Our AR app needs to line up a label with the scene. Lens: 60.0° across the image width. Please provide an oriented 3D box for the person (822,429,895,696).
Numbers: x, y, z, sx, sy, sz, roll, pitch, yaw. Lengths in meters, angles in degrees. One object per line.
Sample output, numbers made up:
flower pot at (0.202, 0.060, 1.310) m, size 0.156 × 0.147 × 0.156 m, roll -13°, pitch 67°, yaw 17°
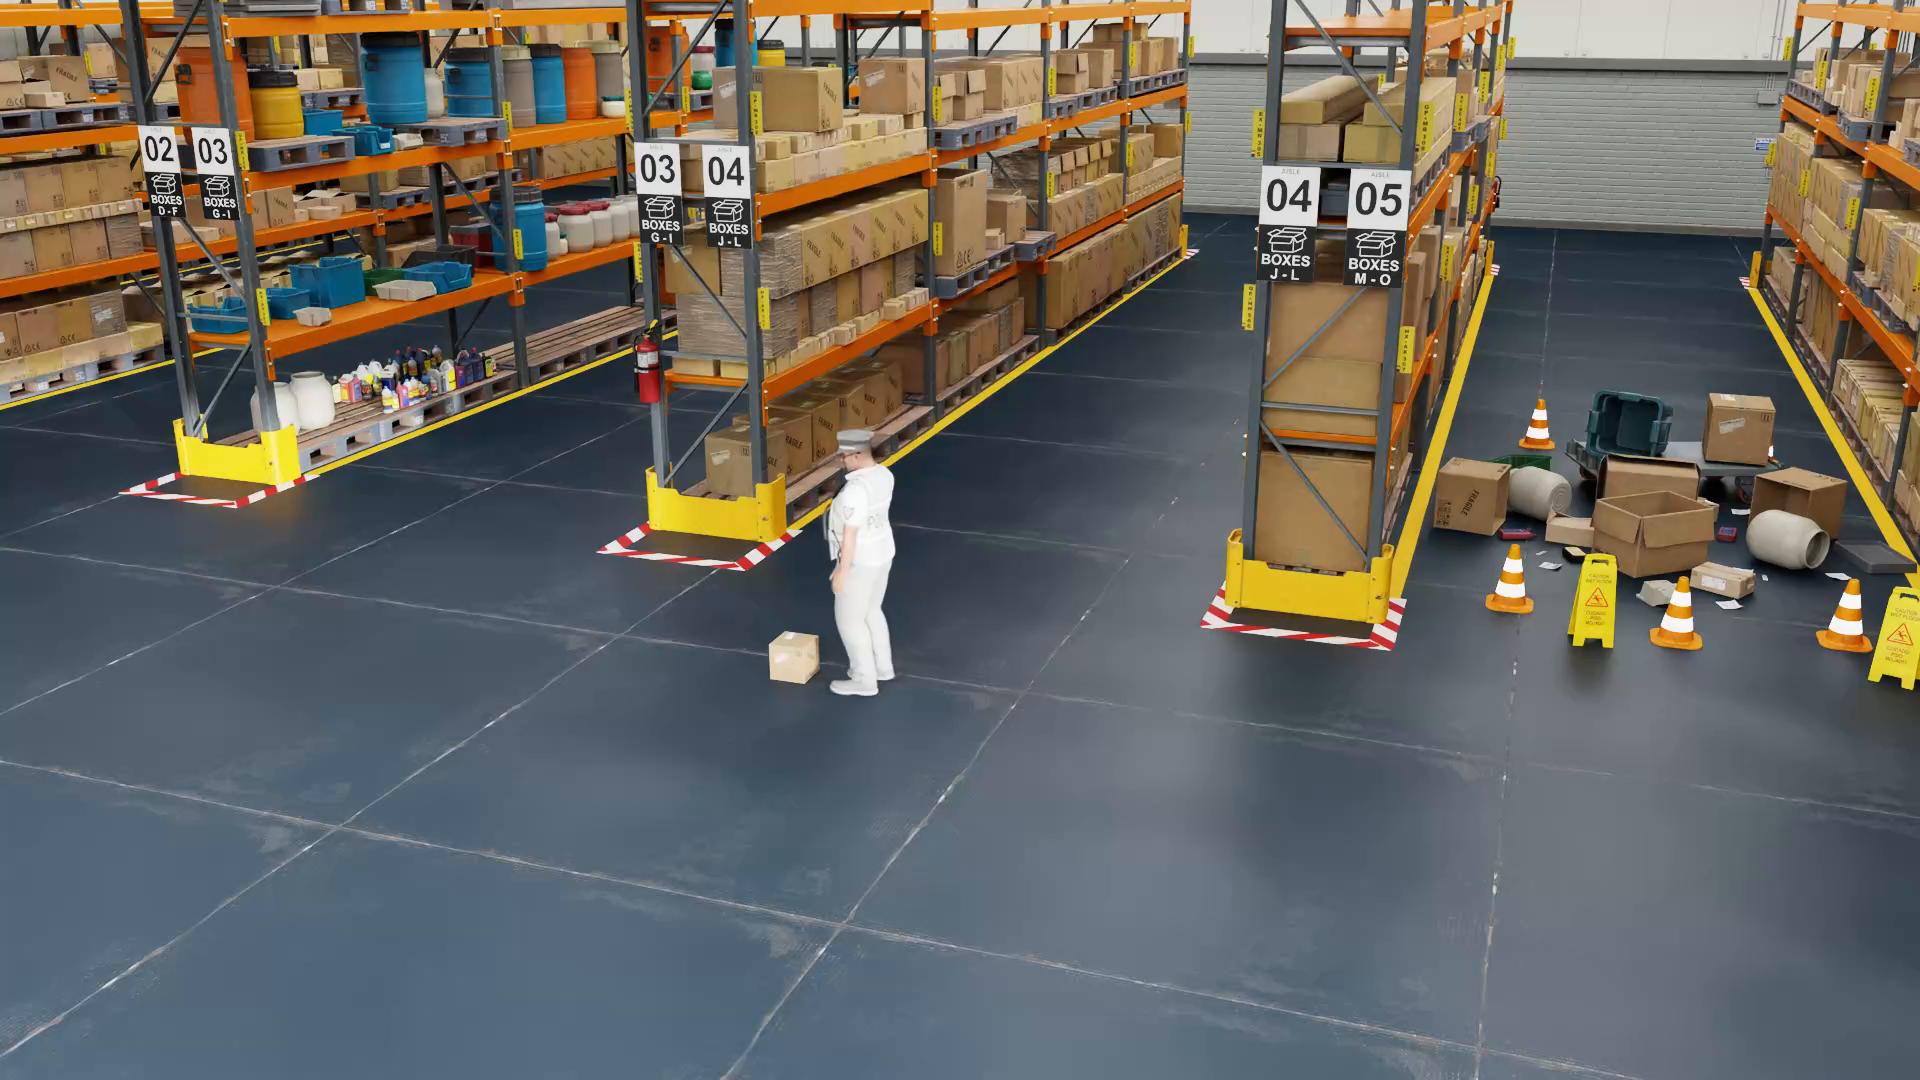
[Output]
person at (-0.640, 0.144, 10.658) m, size 0.391 × 1.746 × 0.530 m, roll 7°, pitch 20°, yaw 19°
